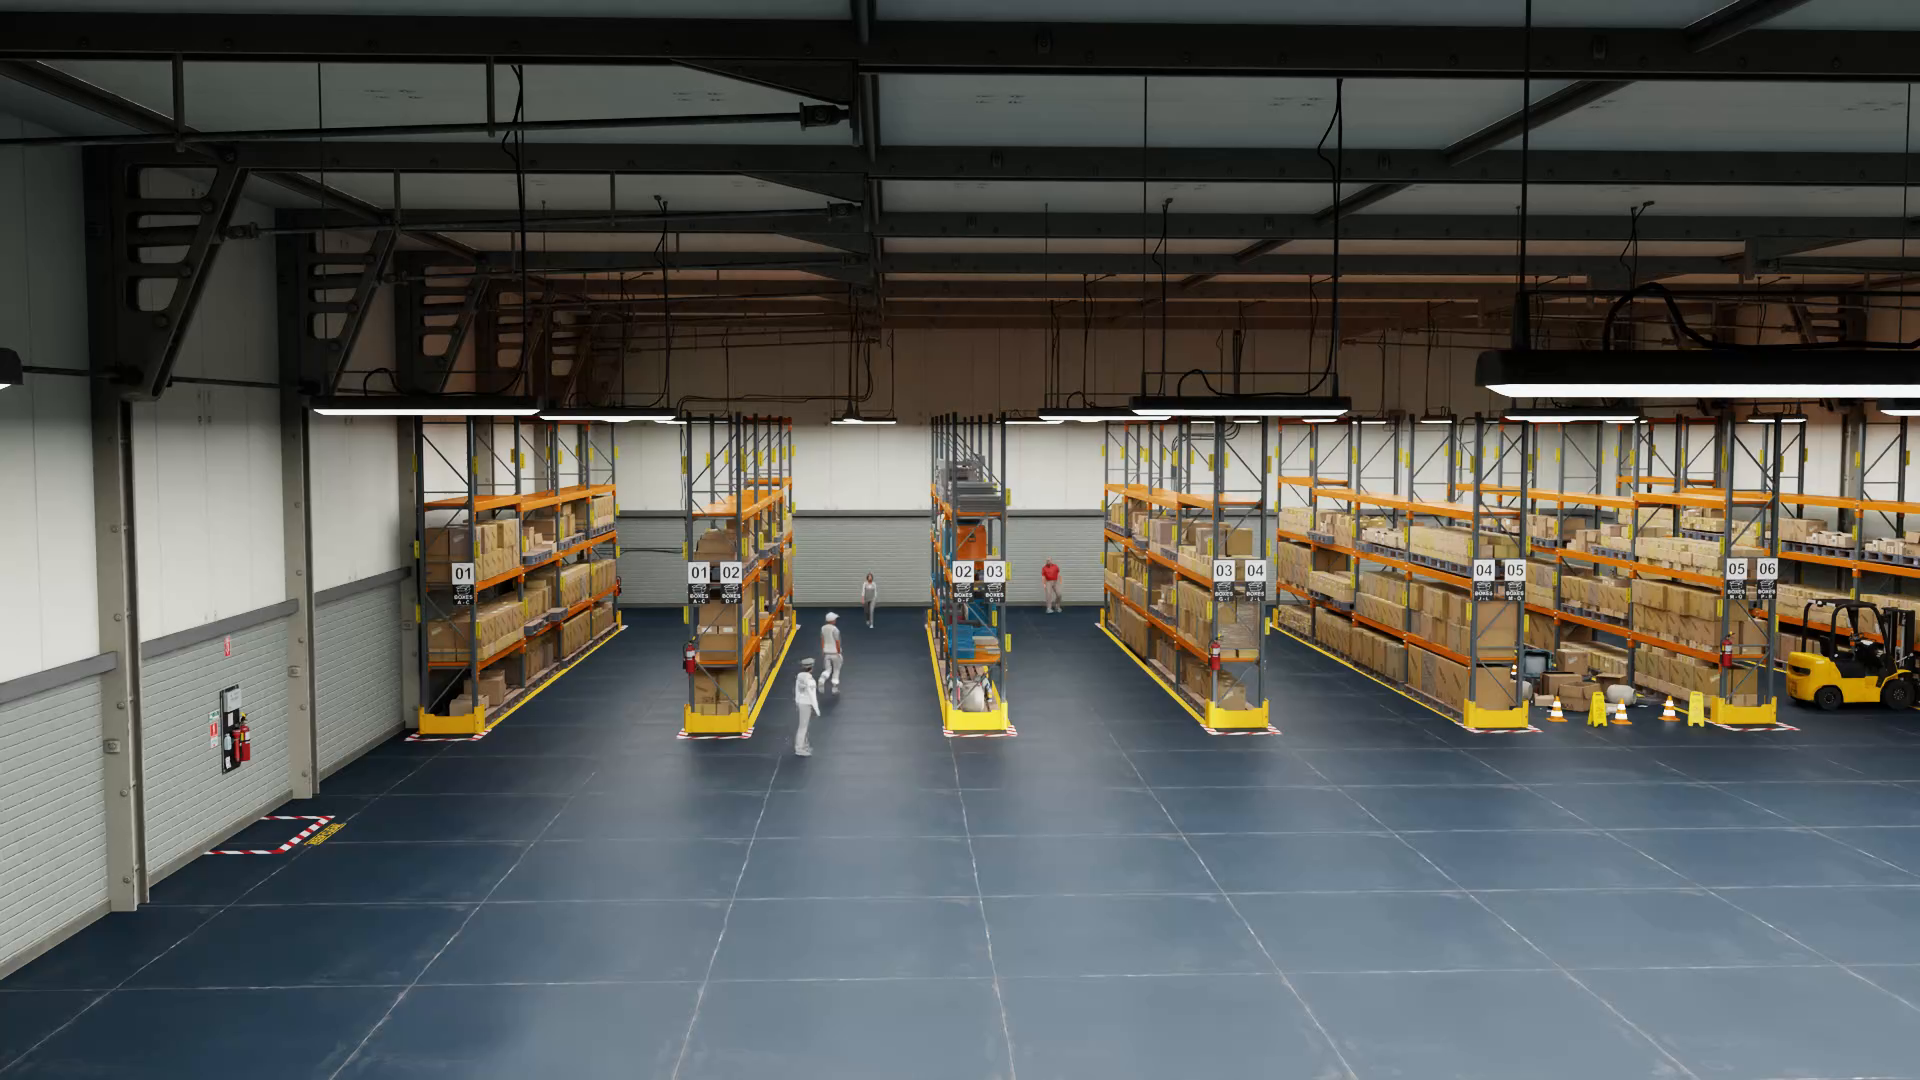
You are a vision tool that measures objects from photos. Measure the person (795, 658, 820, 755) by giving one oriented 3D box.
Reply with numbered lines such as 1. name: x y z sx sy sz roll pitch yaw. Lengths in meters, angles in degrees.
1. person: -2.710 2.924 29.100 0.477 1.716 0.613 -2 4 -22

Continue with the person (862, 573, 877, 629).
1. person: -2.573 1.722 47.339 0.413 1.549 0.865 0 4 3

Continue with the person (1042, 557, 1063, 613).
1. person: 2.865 1.387 51.272 0.662 1.735 0.422 -1 4 -18

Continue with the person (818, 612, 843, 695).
1. person: -2.748 2.420 35.316 0.553 1.778 0.669 3 5 33
